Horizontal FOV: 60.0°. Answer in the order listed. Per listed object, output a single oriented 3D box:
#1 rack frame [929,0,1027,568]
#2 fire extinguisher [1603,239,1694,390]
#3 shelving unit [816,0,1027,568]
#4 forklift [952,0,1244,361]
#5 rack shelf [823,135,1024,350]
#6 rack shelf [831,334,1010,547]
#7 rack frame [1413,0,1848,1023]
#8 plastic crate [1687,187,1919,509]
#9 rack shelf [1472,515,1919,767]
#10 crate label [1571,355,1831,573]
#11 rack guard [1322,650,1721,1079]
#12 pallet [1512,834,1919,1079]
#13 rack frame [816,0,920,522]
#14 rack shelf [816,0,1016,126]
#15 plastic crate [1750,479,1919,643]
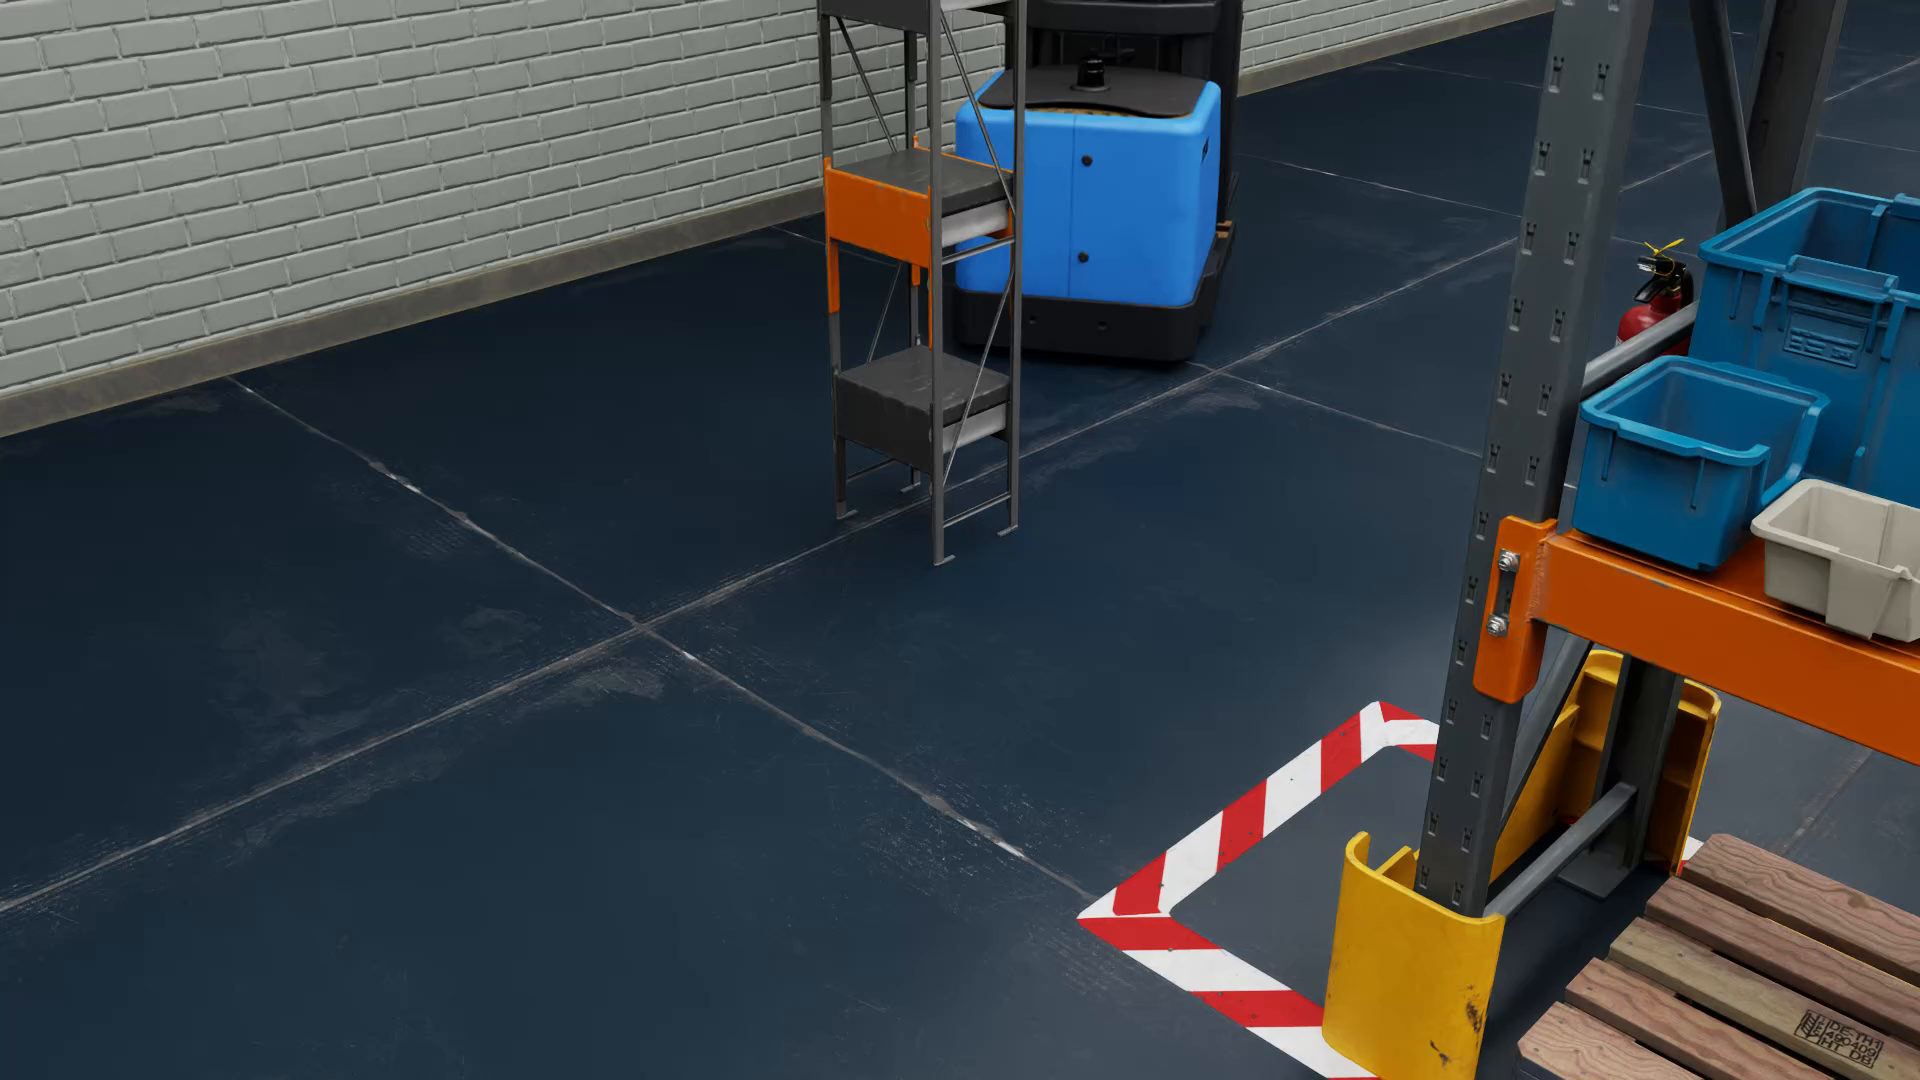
[{"bbox_3d":[0.056,-0.904,5.213,0.015,2.100,0.400,25,36,38],"label":"rack frame"},{"bbox_3d":[1.542,-0.370,3.715,0.183,0.674,0.296,25,36,38],"label":"fire extinguisher"},{"bbox_3d":[-0.118,-0.983,5.364,0.503,2.100,0.431,25,36,38],"label":"shelving unit"},{"bbox_3d":[0.807,-2.721,7.775,1.130,2.935,3.031,6,28,12],"label":"forklift"},{"bbox_3d":[-0.118,-0.971,5.370,0.480,0.518,0.431,25,36,38],"label":"rack shelf"},{"bbox_3d":[-0.118,-0.352,5.696,0.480,0.518,0.431,25,36,38],"label":"rack shelf"},{"bbox_3d":[1.331,-0.369,3.230,0.127,3.000,1.000,25,36,38],"label":"rack frame"},{"bbox_3d":[1.701,-0.364,3.118,0.499,0.435,0.616,25,36,38],"label":"plastic crate"},{"bbox_3d":[2.757,0.602,2.156,4.000,0.370,1.077,25,36,38],"label":"rack shelf"},{"bbox_3d":[1.276,-0.132,2.894,0.303,0.233,0.416,25,36,38],"label":"crate label"},{"bbox_3d":[1.305,0.733,3.818,0.348,0.500,1.175,25,36,38],"label":"rack guard"},{"bbox_3d":[1.892,1.147,3.342,1.213,0.211,1.003,25,36,38],"label":"pallet"},{"bbox_3d":[-0.292,-1.063,5.515,0.015,2.100,0.400,25,36,38],"label":"rack frame"},{"bbox_3d":[-0.118,-1.591,5.045,0.480,0.518,0.431,25,36,38],"label":"rack shelf"},{"bbox_3d":[1.447,0.043,2.665,0.298,0.136,0.250,25,36,38],"label":"plastic crate"}]
